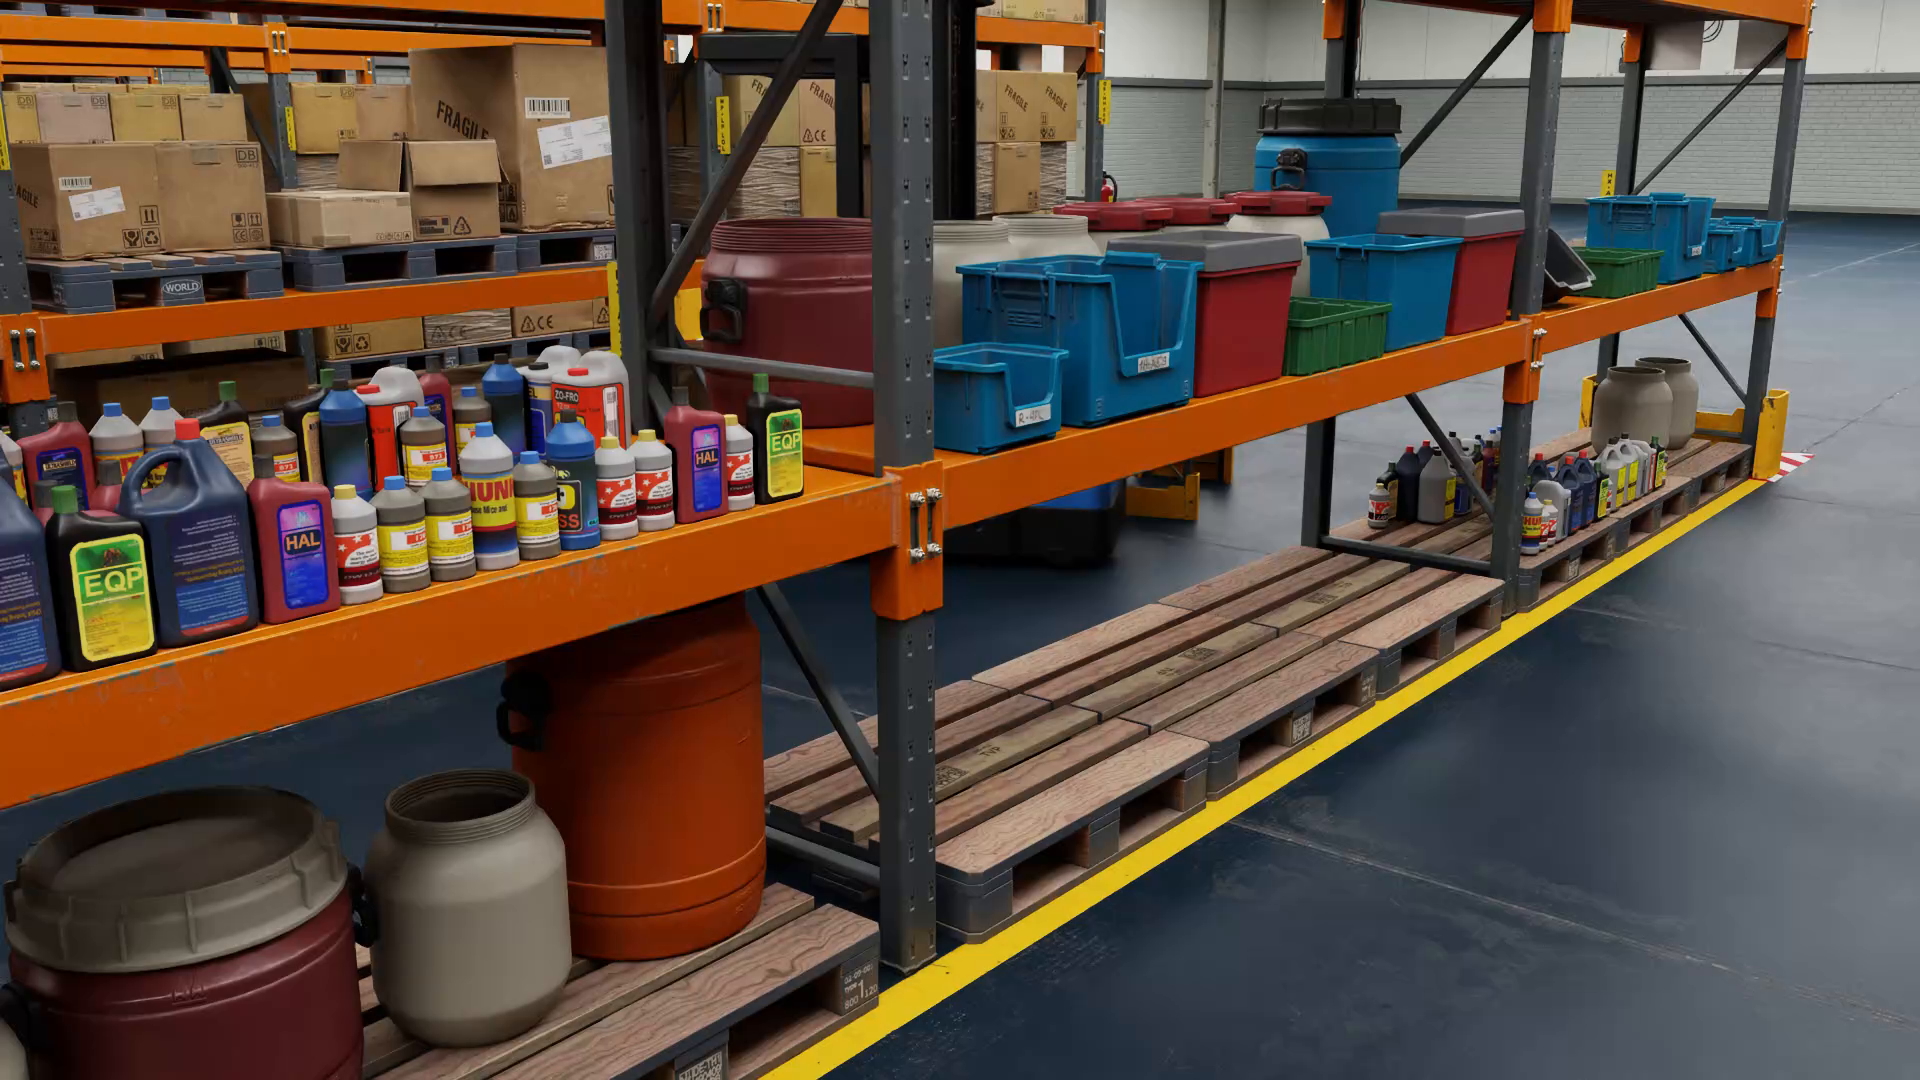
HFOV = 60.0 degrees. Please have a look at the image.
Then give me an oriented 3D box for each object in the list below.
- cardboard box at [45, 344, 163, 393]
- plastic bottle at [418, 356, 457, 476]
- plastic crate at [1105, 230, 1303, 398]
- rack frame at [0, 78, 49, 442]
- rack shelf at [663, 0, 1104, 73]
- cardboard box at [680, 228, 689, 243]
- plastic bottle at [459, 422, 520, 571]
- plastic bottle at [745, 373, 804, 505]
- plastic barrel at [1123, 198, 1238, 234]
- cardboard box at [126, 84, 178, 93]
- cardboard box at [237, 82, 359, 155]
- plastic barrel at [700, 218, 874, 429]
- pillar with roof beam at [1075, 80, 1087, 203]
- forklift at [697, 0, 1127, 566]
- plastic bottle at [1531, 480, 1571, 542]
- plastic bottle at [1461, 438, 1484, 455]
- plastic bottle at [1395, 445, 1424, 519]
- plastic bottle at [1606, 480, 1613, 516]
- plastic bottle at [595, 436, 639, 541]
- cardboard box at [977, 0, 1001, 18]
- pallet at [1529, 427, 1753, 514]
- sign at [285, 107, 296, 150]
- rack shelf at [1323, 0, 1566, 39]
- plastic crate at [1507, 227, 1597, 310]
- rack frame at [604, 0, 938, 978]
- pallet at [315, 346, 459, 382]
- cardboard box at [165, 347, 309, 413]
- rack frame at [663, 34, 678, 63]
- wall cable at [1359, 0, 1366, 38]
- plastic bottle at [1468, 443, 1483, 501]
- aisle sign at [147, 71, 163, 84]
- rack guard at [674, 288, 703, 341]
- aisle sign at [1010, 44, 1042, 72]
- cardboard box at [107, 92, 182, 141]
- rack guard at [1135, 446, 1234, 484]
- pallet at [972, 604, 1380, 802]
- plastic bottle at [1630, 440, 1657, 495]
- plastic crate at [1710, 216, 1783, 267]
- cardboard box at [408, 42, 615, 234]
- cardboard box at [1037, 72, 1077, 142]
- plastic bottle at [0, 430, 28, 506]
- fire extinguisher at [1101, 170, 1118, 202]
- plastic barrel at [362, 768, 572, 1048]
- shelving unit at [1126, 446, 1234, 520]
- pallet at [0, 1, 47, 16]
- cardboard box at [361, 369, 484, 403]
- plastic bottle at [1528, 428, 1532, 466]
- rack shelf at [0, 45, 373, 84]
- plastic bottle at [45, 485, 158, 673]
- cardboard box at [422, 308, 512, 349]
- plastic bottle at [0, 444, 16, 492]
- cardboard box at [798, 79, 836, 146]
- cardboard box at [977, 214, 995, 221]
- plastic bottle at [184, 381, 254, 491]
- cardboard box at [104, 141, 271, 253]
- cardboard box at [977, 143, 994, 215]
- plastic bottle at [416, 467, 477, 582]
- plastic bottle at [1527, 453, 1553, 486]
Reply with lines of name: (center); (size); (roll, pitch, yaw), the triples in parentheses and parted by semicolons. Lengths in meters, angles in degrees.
cardboard box: (-6.549, -1.544, 12.326); (1.050, 0.750, 0.750); (11, 18, 38)
plastic bottle: (-1.252, -0.283, 3.883); (0.061, 0.283, 0.133); (11, 18, 38)
plastic crate: (0.767, -0.722, 5.242); (0.402, 0.464, 0.583); (11, 18, 38)
rack frame: (-4.339, -1.195, 7.235); (1.000, 3.000, 0.127); (11, 18, 38)
rack shelf: (-0.568, -3.449, 11.477); (1.077, 0.370, 4.000); (11, 18, 38)
cardboard box: (-1.919, -1.926, 10.623); (0.380, 0.149, 0.250); (11, 18, 38)
plastic bottle: (-0.886, -0.085, 3.126); (0.097, 0.271, 0.097); (0, 14, 0)
plastic bottle: (-0.409, -0.229, 3.667); (0.061, 0.283, 0.133); (11, 18, 38)
plastic barrel: (0.794, -0.971, 6.076); (0.433, 0.535, 0.433); (0, 14, 0)
cardboard box: (-8.414, -4.409, 17.049); (0.700, 0.500, 0.500); (11, 18, 36)
cardboard box: (-5.361, -3.409, 13.454); (0.875, 0.550, 0.550); (11, 18, 38)
plastic barrel: (-0.431, -0.630, 4.736); (0.600, 0.536, 0.708); (11, 18, 38)
pillar with roof beam: (6.412, -11.872, 37.079); (9.100, 9.000, 0.400); (11, 18, 38)
forklift: (-0.680, -1.450, 8.378); (3.031, 2.935, 1.130); (2, 14, 10)
plastic bottle: (2.750, -0.147, 7.748); (0.152, 0.276, 0.135); (12, 19, 40)
plastic bottle: (2.636, -0.385, 8.684); (0.152, 0.276, 0.135); (12, 18, 39)
plastic bottle: (2.208, -0.292, 8.166); (0.144, 0.351, 0.185); (11, 18, 36)
plastic bottle: (3.172, -0.229, 8.221); (0.097, 0.201, 0.097); (0, 14, 0)
plastic bottle: (-0.702, -0.107, 3.354); (0.097, 0.201, 0.097); (0, 14, 0)
cardboard box: (-0.057, -3.784, 11.638); (0.500, 0.250, 0.500); (12, 18, 39)
pallet: (4.015, -0.433, 9.897); (1.003, 0.211, 1.213); (11, 18, 38)
sign: (-5.192, -3.189, 12.892); (0.100, 0.325, 0.005); (11, 18, 38)
rack shelf: (0.770, -1.917, 5.445); (1.077, 0.370, 4.000); (11, 18, 38)
plastic crate: (2.455, -1.245, 7.558); (0.767, 0.338, 0.504); (11, 18, 38)
rack frame: (-0.487, -0.429, 4.218); (1.000, 3.000, 0.127); (11, 18, 38)
pallet: (-5.081, -1.530, 14.217); (1.003, 0.211, 1.213); (11, 18, 38)
cardboard box: (-3.616, -0.796, 8.326); (0.500, 0.250, 0.500); (-14, 20, -43)
rack frame: (-3.106, -3.514, 16.364); (1.000, 3.000, 0.127); (11, 18, 38)
wall cable: (11.818, -14.571, 43.753); (3.097, 2.526, 0.112); (11, 18, 38)
plastic bottle: (2.627, -0.347, 8.520); (0.061, 0.283, 0.133); (11, 18, 38)
aisle sign: (-10.613, -6.255, 21.874); (0.394, 0.787, 0.004); (11, 18, 38)
rack guard: (-3.091, -2.307, 16.689); (1.175, 0.500, 0.348); (11, 18, 38)
aisle sign: (0.494, -4.045, 13.175); (0.394, 0.787, 0.004); (11, 18, 38)
cardboard box: (-6.249, -3.086, 12.446); (0.700, 0.500, 0.500); (11, 18, 37)
rack guard: (1.355, -0.491, 10.048); (0.587, 0.250, 0.087); (5, 15, 19)
pallet: (0.797, 0.548, 6.037); (1.003, 0.211, 1.213); (11, 18, 38)
plastic bottle: (3.548, -0.390, 8.705); (0.152, 0.276, 0.135); (11, 18, 38)
plastic crate: (4.459, -1.746, 9.708); (0.499, 0.251, 0.616); (11, 18, 38)
cardboard box: (-2.434, -2.325, 9.611); (1.000, 1.000, 1.000); (11, 18, 38)
cardboard box: (0.535, -3.261, 12.529); (0.500, 0.500, 0.500); (11, 18, 38)
plastic bottle: (-1.830, -0.094, 3.163); (0.097, 0.271, 0.097); (0, 14, 0)
fire extinguisher: (1.119, -2.640, 13.081); (0.296, 0.674, 0.183); (11, 18, 38)
plastic barrel: (-1.067, 0.792, 3.613); (0.421, 0.512, 0.421); (0, 14, 0)
shelving unit: (1.187, -0.981, 9.440); (0.587, 1.500, 1.083); (5, 15, 19)
pallet: (-7.070, -3.690, 11.349); (1.003, 0.211, 1.213); (12, 19, 40)
cardboard box: (-2.894, -0.653, 9.284); (0.700, 0.500, 0.500); (9, 17, 33)
plastic bottle: (3.159, -0.553, 9.354); (0.097, 0.271, 0.097); (0, 14, 0)
rack shelf: (-8.276, -4.983, 17.514); (1.077, 0.370, 4.000); (11, 18, 38)
plastic bottle: (-1.328, 0.051, 2.566); (0.061, 0.283, 0.133); (11, 18, 38)
cardboard box: (-4.606, -2.205, 14.671); (0.875, 0.875, 0.875); (11, 18, 38)
plastic bottle: (-1.783, -0.079, 2.940); (0.144, 0.351, 0.185); (11, 18, 38)
cardboard box: (-1.032, -2.781, 10.641); (0.500, 0.500, 0.500); (11, 18, 38)
cardboard box: (0.037, -2.328, 12.206); (0.380, 0.149, 0.250); (11, 18, 38)
plastic bottle: (-1.566, -0.188, 3.507); (0.061, 0.283, 0.133); (11, 18, 38)
cardboard box: (-3.758, -1.679, 8.084); (0.500, 0.500, 0.700); (-13, 19, -41)
cardboard box: (-0.247, -2.615, 12.018); (0.875, 0.500, 0.500); (11, 18, 38)
plastic bottle: (-0.947, -0.032, 3.061); (0.097, 0.201, 0.097); (0, 14, 0)
plastic bottle: (2.745, -0.237, 7.949); (0.144, 0.351, 0.185); (11, 18, 38)
